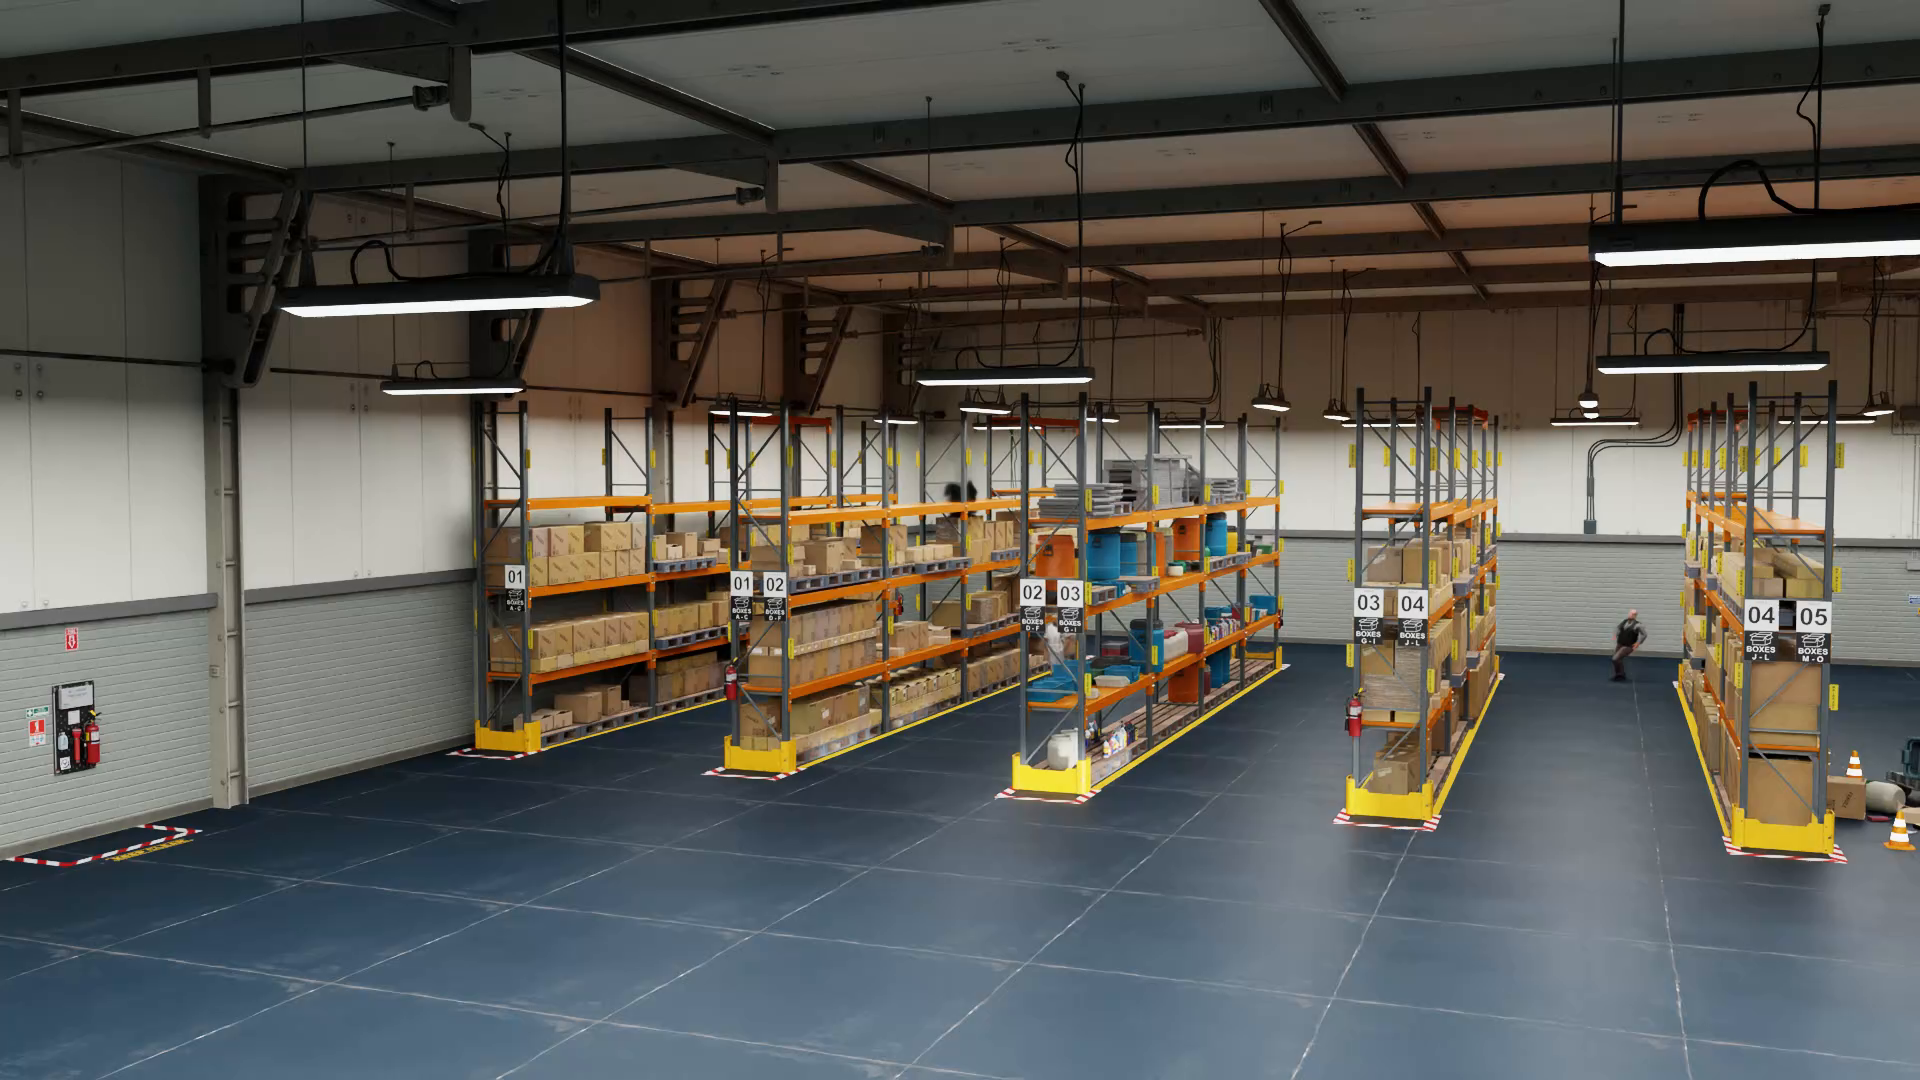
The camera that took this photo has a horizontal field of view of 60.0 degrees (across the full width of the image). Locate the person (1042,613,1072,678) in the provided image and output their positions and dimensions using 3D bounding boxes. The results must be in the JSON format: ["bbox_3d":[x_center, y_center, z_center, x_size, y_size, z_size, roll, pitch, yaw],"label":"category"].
[{"bbox_3d":[1.925,2.287,33.486,0.576,1.713,0.580,1,3,16],"label":"person"}]

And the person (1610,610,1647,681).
[{"bbox_3d":[14.954,2.376,37.437,0.671,1.647,0.770,-1,3,-13],"label":"person"}]
